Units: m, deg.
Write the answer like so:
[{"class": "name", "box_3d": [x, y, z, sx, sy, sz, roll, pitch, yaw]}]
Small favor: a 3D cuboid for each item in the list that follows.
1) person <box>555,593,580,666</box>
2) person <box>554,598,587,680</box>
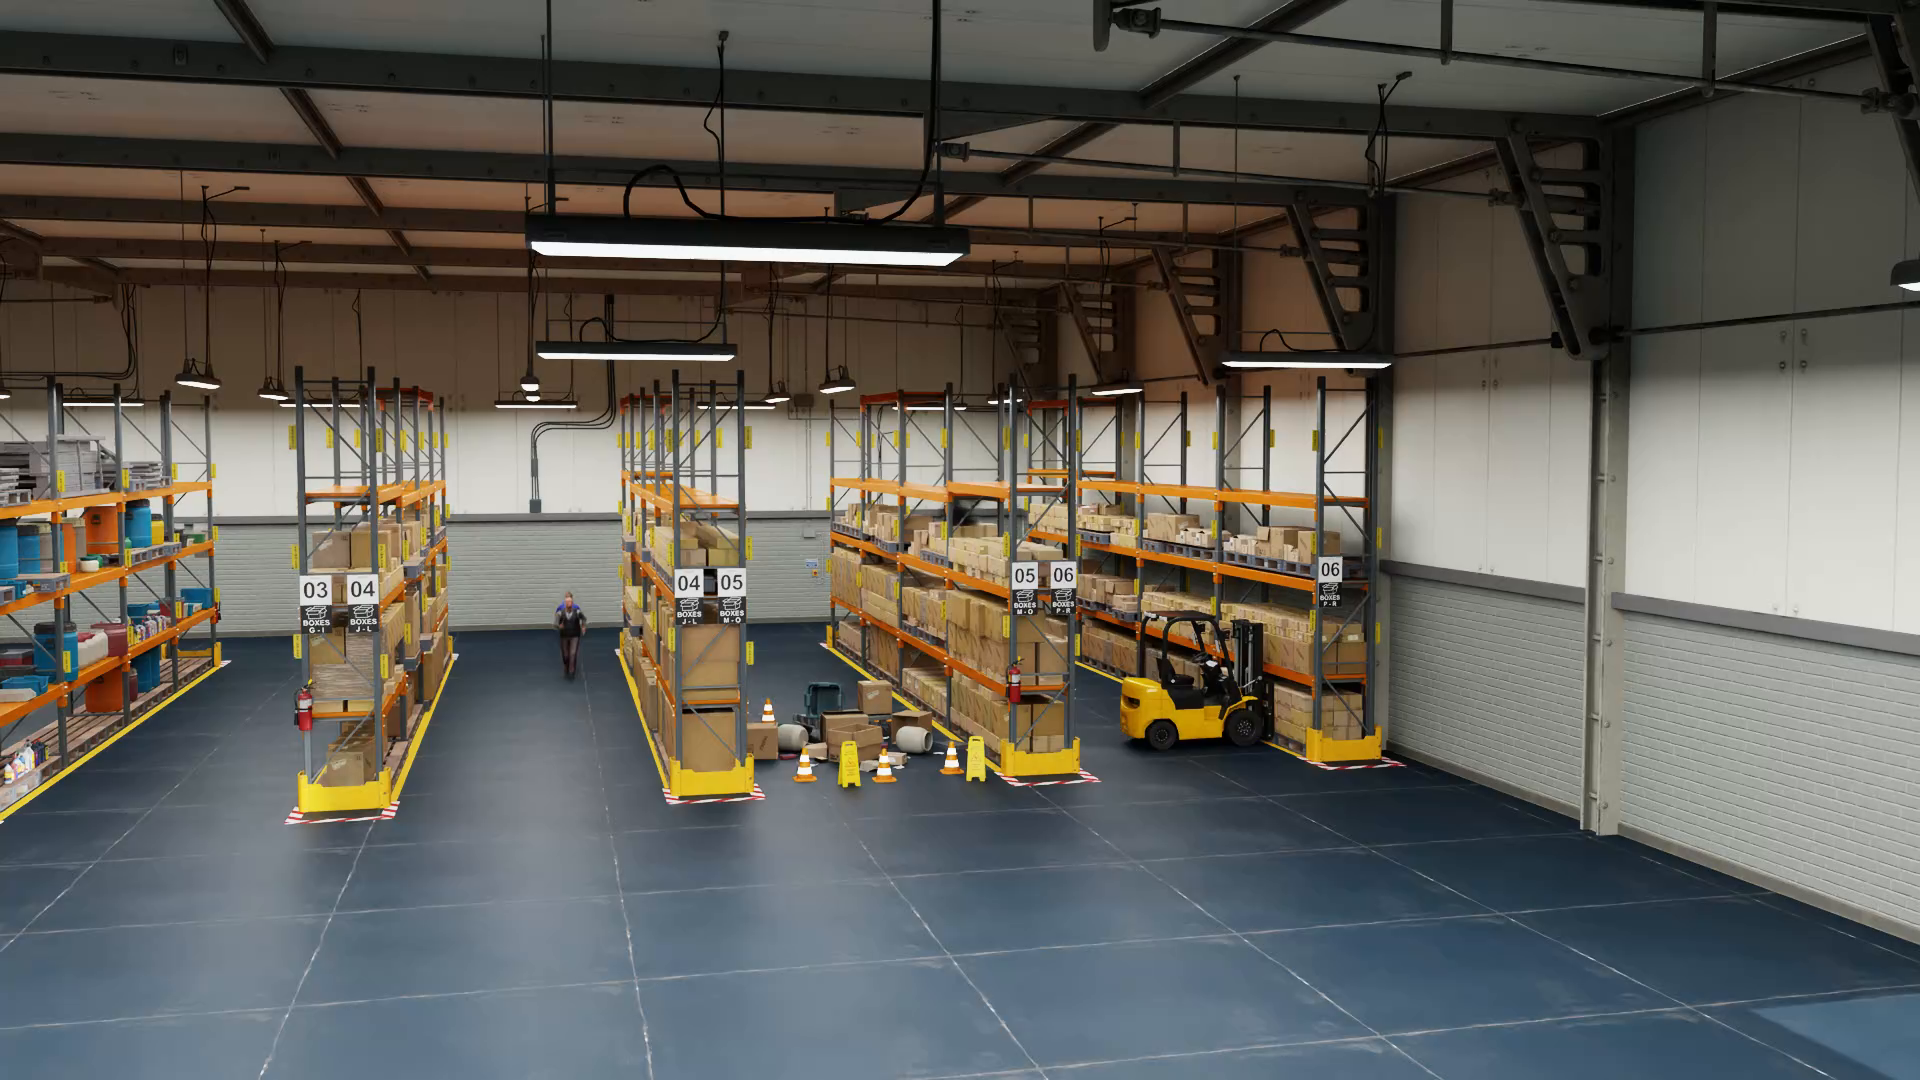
[{"class": "person", "box_3d": [-8.772, 1.998, 37.195, 0.585, 1.619, 0.532, -1, 3, -9]}, {"class": "person", "box_3d": [-8.167, 2.061, 34.823, 0.676, 1.676, 1.046, -1, 3, -10]}]
